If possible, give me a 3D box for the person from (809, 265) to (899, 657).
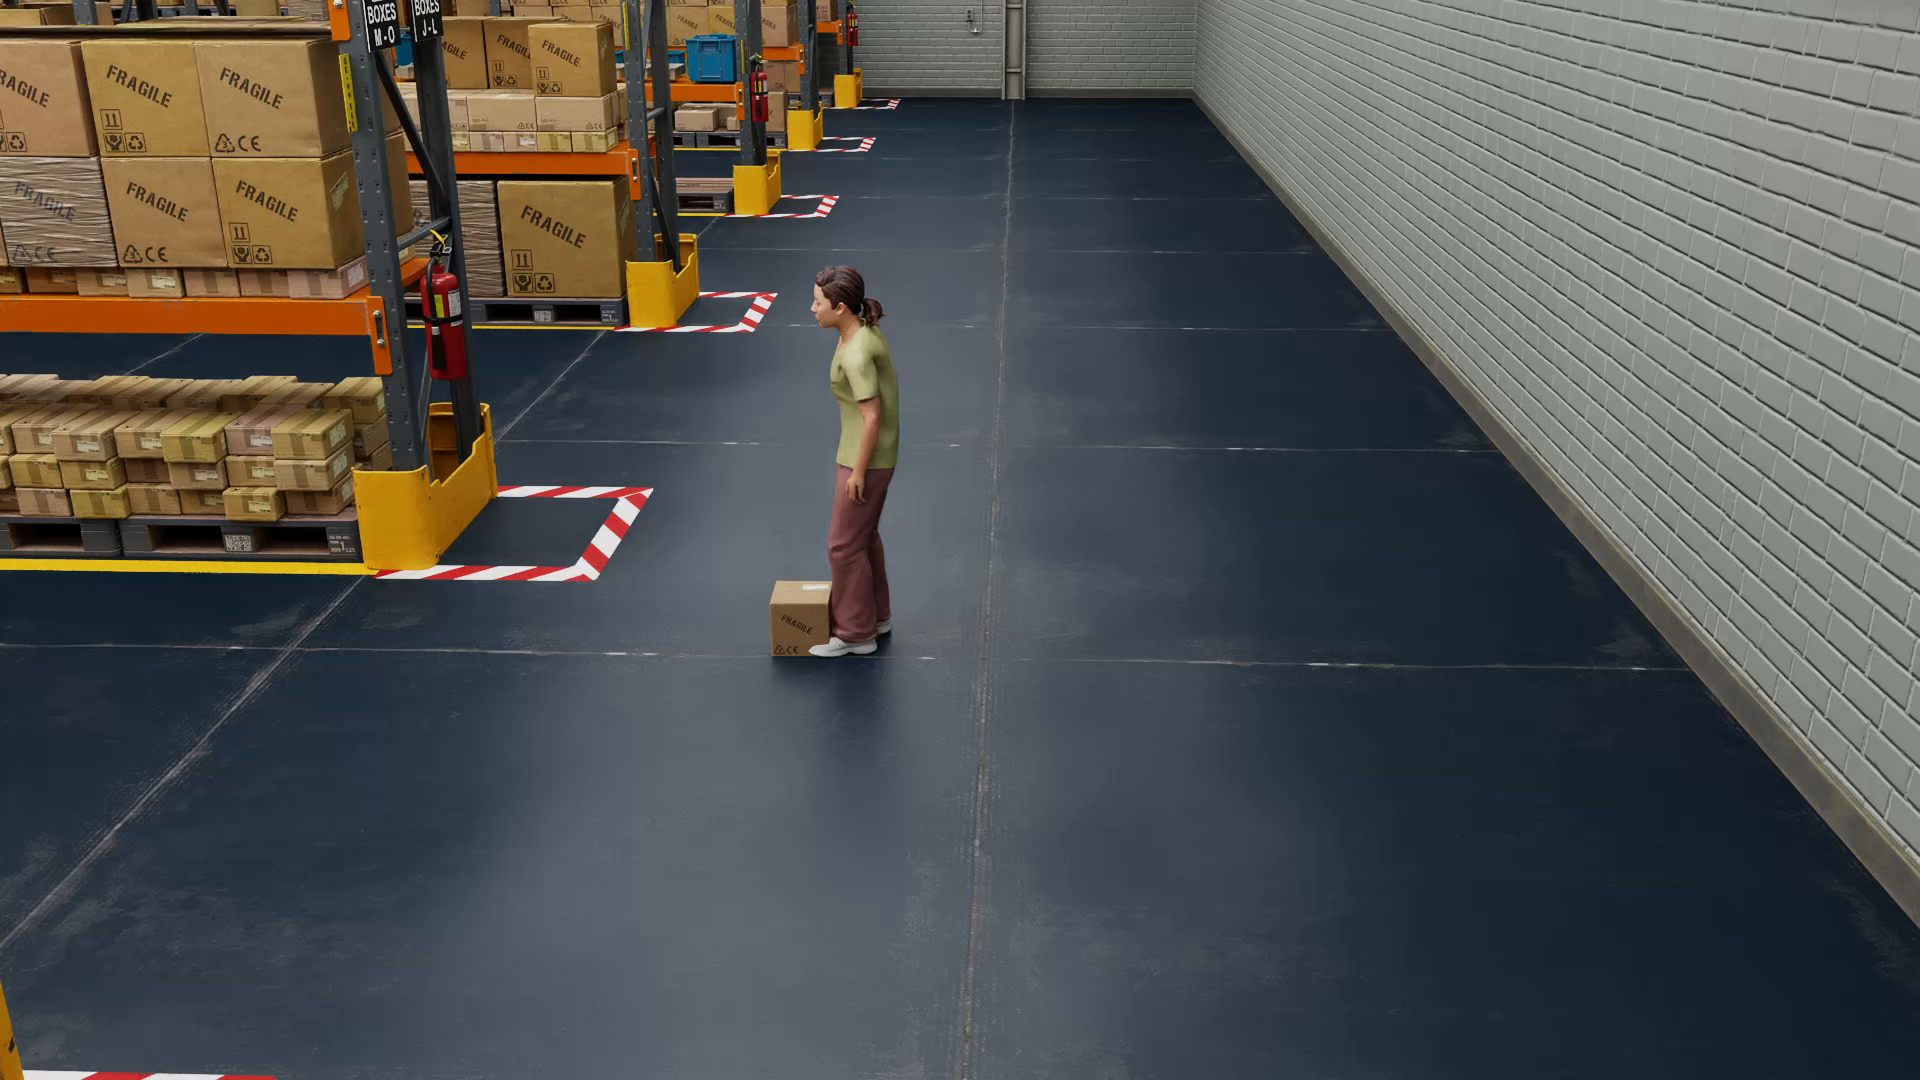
[{"bbox_3d":[-0.458,-0.323,6.931,0.416,1.671,0.520,-1,21,-2],"label":"person"}]
